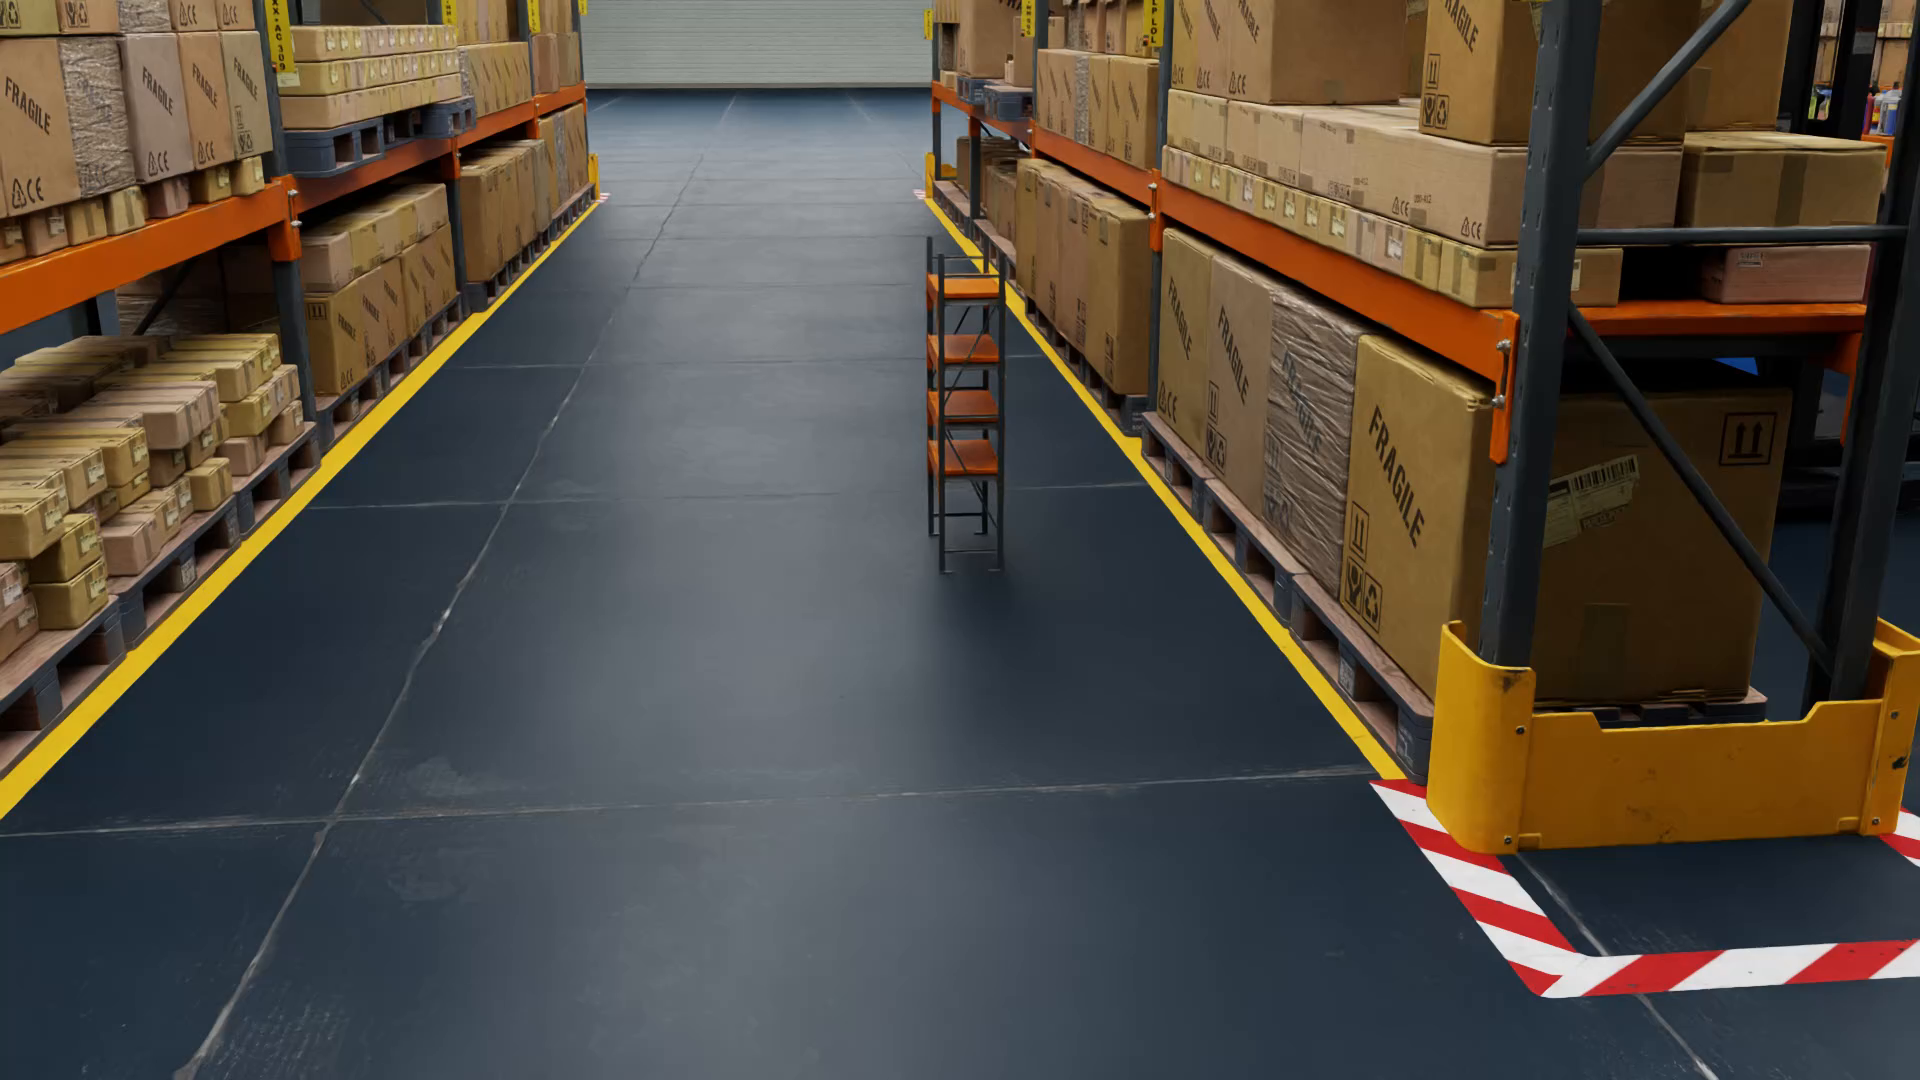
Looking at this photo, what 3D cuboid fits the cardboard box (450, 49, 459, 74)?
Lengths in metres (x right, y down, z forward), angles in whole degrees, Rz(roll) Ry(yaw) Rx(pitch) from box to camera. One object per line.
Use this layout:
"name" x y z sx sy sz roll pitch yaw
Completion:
"cardboard box" -3.432 -3.066 10.657 0.380 0.149 0.250 -1 17 -5

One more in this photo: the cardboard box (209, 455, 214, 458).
"cardboard box" -3.203 -0.280 6.619 0.380 0.149 0.250 -2 18 -7

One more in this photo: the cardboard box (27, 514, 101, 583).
"cardboard box" -2.914 0.027 5.144 0.380 0.149 0.250 -1 17 -4

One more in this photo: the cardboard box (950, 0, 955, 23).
"cardboard box" 0.171 -5.382 16.479 0.500 0.500 0.500 -2 18 -6

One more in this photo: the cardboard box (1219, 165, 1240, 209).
"cardboard box" 1.230 -1.379 6.480 0.380 0.149 0.250 -2 18 -6

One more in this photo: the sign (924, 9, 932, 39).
"sign" -0.357 -5.879 18.952 0.100 0.325 0.005 -2 18 -6

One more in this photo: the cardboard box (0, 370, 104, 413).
"cardboard box" -3.600 -0.565 6.535 0.380 0.149 0.250 -2 18 -7

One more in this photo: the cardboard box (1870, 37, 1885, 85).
"cardboard box" 10.234 -5.235 18.178 0.700 0.500 0.500 -1 17 -4

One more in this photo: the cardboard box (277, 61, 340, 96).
"cardboard box" -3.107 -2.139 7.704 0.380 0.149 0.250 -1 17 -5

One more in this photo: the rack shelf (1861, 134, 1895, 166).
"rack shelf" 6.140 -2.314 10.240 1.077 0.370 4.000 -2 18 -6

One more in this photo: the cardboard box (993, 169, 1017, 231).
"cardboard box" 0.667 -2.983 14.608 0.700 0.500 0.500 -2 18 -6

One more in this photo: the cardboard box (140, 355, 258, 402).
"cardboard box" -3.130 -0.662 6.844 0.380 0.149 0.250 -2 18 -6

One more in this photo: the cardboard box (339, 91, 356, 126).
"cardboard box" -3.141 -2.079 8.011 0.380 0.149 0.250 -2 17 -5

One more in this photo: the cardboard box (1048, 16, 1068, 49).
"cardboard box" 0.912 -3.508 11.974 0.500 0.500 0.500 -4 18 -12

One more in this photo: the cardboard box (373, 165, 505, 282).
"cardboard box" -3.910 -2.288 12.012 1.050 0.750 0.750 -2 18 -6

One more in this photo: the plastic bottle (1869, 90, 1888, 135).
"plastic bottle" 5.761 -2.673 10.398 0.097 0.271 0.097 0 17 0

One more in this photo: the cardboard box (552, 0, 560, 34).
"cardboard box" -4.507 -5.349 16.655 0.875 0.550 0.500 -2 18 -6

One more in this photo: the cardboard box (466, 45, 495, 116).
"cardboard box" -3.821 -3.468 12.549 0.500 0.500 0.500 -2 18 -6

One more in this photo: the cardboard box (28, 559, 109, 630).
"cardboard box" -2.905 0.172 5.180 0.380 0.149 0.250 -2 17 -5

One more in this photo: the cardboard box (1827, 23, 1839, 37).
"cardboard box" 9.971 -5.714 18.621 0.380 0.149 0.250 -2 18 -7

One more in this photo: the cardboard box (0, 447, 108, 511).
"cardboard box" -3.001 -0.196 5.357 0.380 0.149 0.250 -1 17 -3

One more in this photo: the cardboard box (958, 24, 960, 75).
"cardboard box" 0.442 -4.913 16.655 0.875 0.500 0.500 -2 18 -6

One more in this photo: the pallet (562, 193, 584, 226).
"pallet" -4.479 -3.431 17.254 1.003 0.211 1.213 -2 18 -6

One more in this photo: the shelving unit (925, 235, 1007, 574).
"shelving unit" 0.017 -0.523 6.340 0.258 1.200 0.503 -2 18 -6

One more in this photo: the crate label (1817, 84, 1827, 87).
"crate label" 6.264 -3.310 12.492 0.303 0.233 0.416 -2 18 -6

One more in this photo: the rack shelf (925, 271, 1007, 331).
"rack shelf" 0.017 -0.898 6.223 0.258 0.148 0.480 -2 18 -6

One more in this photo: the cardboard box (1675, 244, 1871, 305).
"cardboard box" 2.124 -0.712 4.358 0.380 0.149 0.250 -2 17 -5

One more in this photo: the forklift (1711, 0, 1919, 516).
"forklift" 3.563 -1.638 7.001 3.031 2.935 1.130 -4 18 -12

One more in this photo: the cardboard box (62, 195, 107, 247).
"cardboard box" -3.030 -1.043 5.411 0.380 0.149 0.250 -1 17 -4

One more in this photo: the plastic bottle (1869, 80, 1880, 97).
"plastic bottle" 6.400 -3.090 11.706 0.061 0.283 0.133 -2 18 -6

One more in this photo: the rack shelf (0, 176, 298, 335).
"rack shelf" -3.317 -0.846 5.564 1.077 0.370 4.000 -2 18 -6

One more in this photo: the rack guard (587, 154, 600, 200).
"rack guard" -4.764 -4.175 19.140 1.175 0.500 0.348 -2 18 -6

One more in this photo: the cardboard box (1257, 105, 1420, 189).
"cardboard box" 1.356 -1.381 5.821 0.500 0.250 0.500 -2 18 -6

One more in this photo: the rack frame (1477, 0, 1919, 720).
"rack frame" 1.833 -0.716 3.951 1.000 3.000 0.127 -2 18 -6

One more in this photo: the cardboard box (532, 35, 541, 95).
"cardboard box" -4.478 -4.513 15.793 0.875 0.550 0.550 -2 18 -6

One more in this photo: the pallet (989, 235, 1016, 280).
"pallet" 0.806 -2.365 13.857 1.003 0.211 1.213 -2 18 -6

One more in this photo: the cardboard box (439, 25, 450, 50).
"cardboard box" -3.406 -3.134 10.378 0.380 0.149 0.250 -2 18 -6

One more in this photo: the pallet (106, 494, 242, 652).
"pallet" -3.290 0.109 5.978 1.003 0.211 1.213 -2 18 -6

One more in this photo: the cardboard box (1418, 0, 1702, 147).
"cardboard box" 1.521 -1.281 4.253 0.500 0.500 0.500 -2 17 -5

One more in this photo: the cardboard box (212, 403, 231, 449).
"cardboard box" -3.161 -0.446 6.651 0.380 0.149 0.250 -2 18 -5

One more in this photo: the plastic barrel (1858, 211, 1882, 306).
"plastic barrel" 6.118 -1.821 10.794 0.600 0.588 0.708 -2 18 -6

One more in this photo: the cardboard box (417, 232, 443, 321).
"cardboard box" -3.559 -1.642 10.370 0.500 0.500 0.500 -1 17 -3

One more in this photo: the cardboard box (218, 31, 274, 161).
"cardboard box" -3.193 -1.839 6.864 0.500 0.500 0.500 -2 18 -6

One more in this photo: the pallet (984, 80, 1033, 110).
"pallet" 0.763 -3.597 13.446 1.003 0.211 1.213 -2 18 -6

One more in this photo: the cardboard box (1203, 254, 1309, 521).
"cardboard box" 1.501 -0.627 6.514 0.875 0.875 0.875 -2 18 -6

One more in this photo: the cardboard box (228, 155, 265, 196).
"cardboard box" -3.127 -1.514 6.911 0.380 0.149 0.250 -2 18 -7

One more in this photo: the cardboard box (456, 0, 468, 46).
"cardboard box" -4.081 -3.939 12.379 0.700 0.500 0.500 -2 18 -6

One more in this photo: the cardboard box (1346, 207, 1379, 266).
"cardboard box" 1.390 -0.919 5.017 0.380 0.149 0.250 -1 17 -5

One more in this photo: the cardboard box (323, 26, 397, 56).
"cardboard box" -3.241 -2.666 8.886 0.380 0.149 0.250 -1 17 -4

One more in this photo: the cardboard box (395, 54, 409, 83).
"cardboard box" -3.270 -2.605 9.188 0.380 0.149 0.250 -2 18 -7

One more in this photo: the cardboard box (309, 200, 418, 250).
"cardboard box" -3.505 -1.845 9.765 0.500 0.250 0.500 -1 17 -4

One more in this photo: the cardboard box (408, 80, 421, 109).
"cardboard box" -3.301 -2.542 9.485 0.380 0.149 0.250 -1 17 -4

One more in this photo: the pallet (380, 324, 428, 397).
"pallet" -3.735 -1.051 9.672 1.003 0.211 1.213 -2 18 -6

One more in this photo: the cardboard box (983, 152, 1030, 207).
"cardboard box" 0.527 -3.590 16.577 0.500 0.500 0.500 4 18 12

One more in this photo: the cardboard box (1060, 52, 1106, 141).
"cardboard box" 0.899 -2.688 10.065 0.500 0.500 0.500 -2 18 -7

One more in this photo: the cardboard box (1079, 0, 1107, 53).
"cardboard box" 1.131 -3.214 10.064 0.797 0.503 0.637 -1 17 -4
